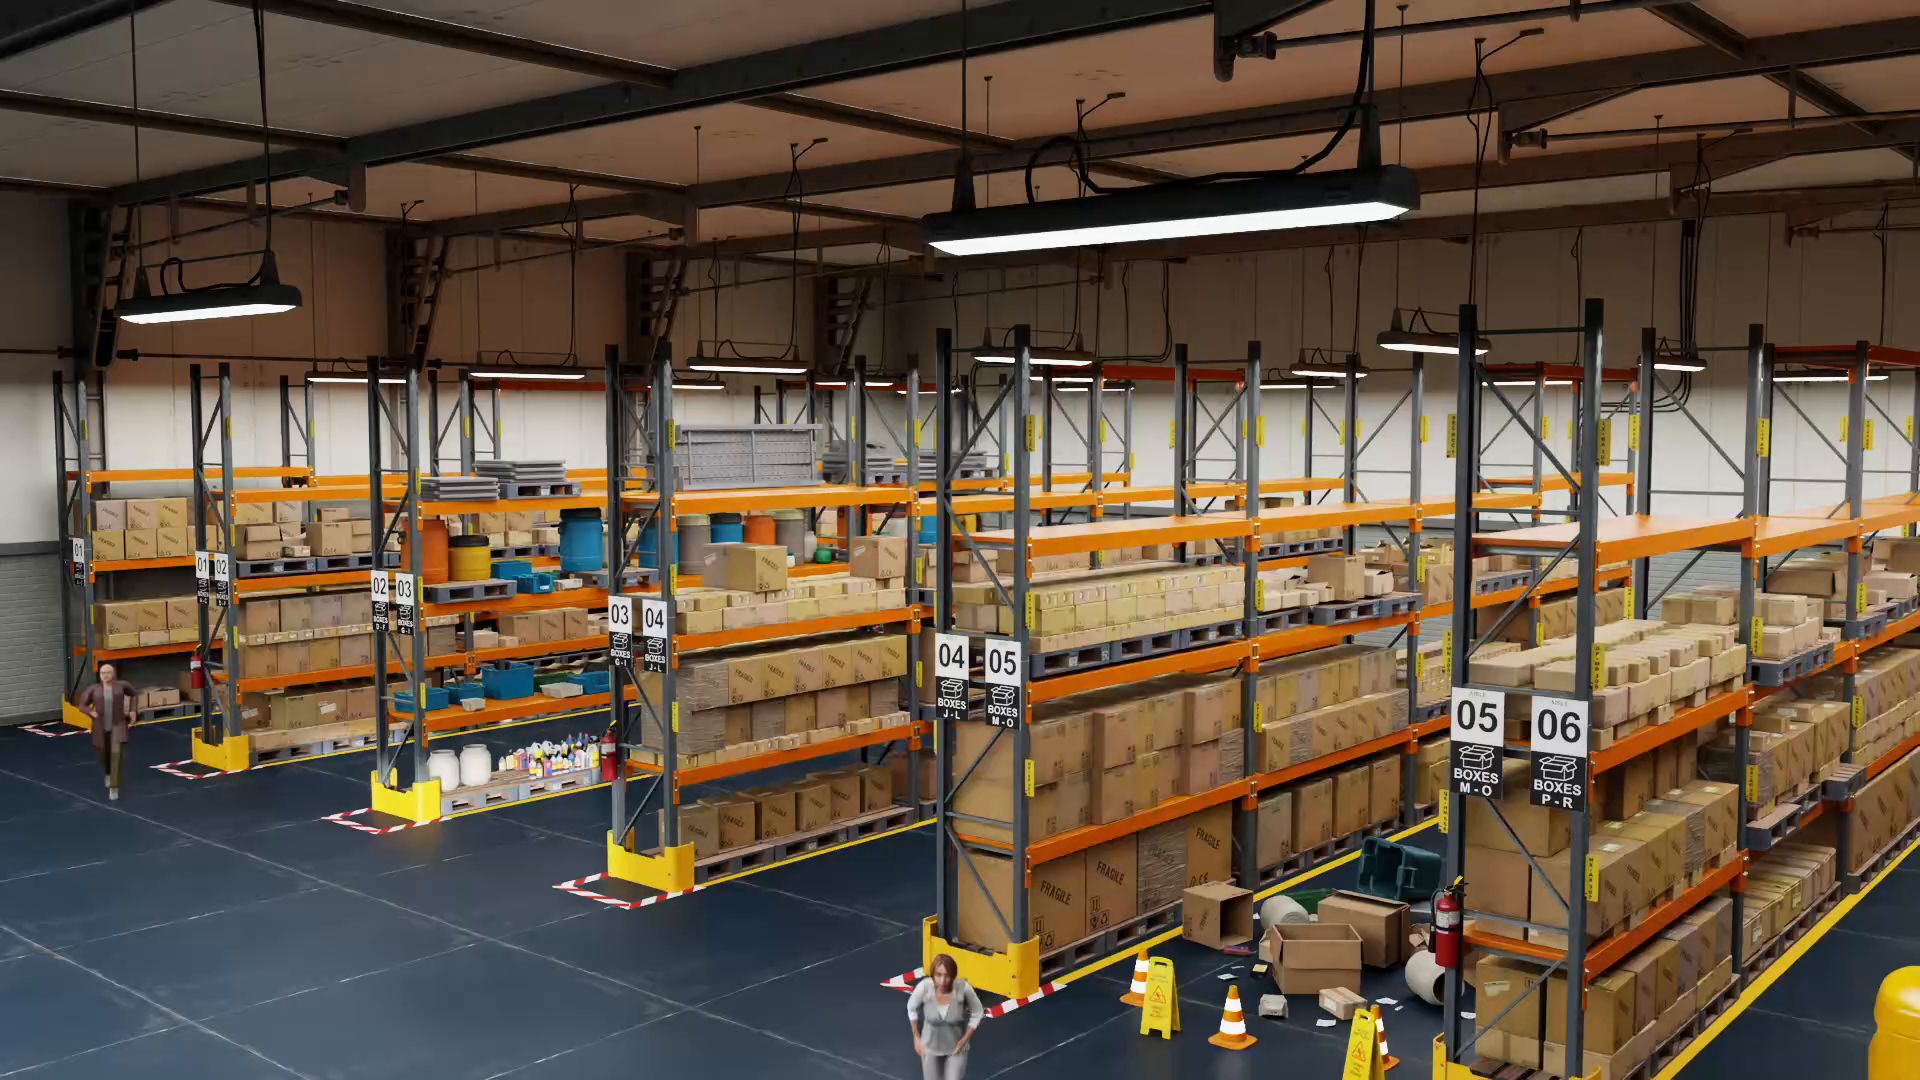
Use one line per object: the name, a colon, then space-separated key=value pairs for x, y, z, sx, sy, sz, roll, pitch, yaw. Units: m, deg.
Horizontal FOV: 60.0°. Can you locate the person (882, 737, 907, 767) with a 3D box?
person: x=-0.894 y=2.530 z=24.296 sx=0.643 sy=1.725 sz=0.924 roll=3 pitch=5 yaw=36

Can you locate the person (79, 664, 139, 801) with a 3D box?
person: x=-11.725 y=2.612 z=22.923 sx=0.726 sy=1.815 sz=1.008 roll=-2 pitch=4 yaw=-21

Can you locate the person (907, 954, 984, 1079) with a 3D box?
person: x=-0.105 y=3.581 z=11.686 sx=0.536 sy=1.542 sz=0.768 roll=0 pitch=4 yaw=-1
